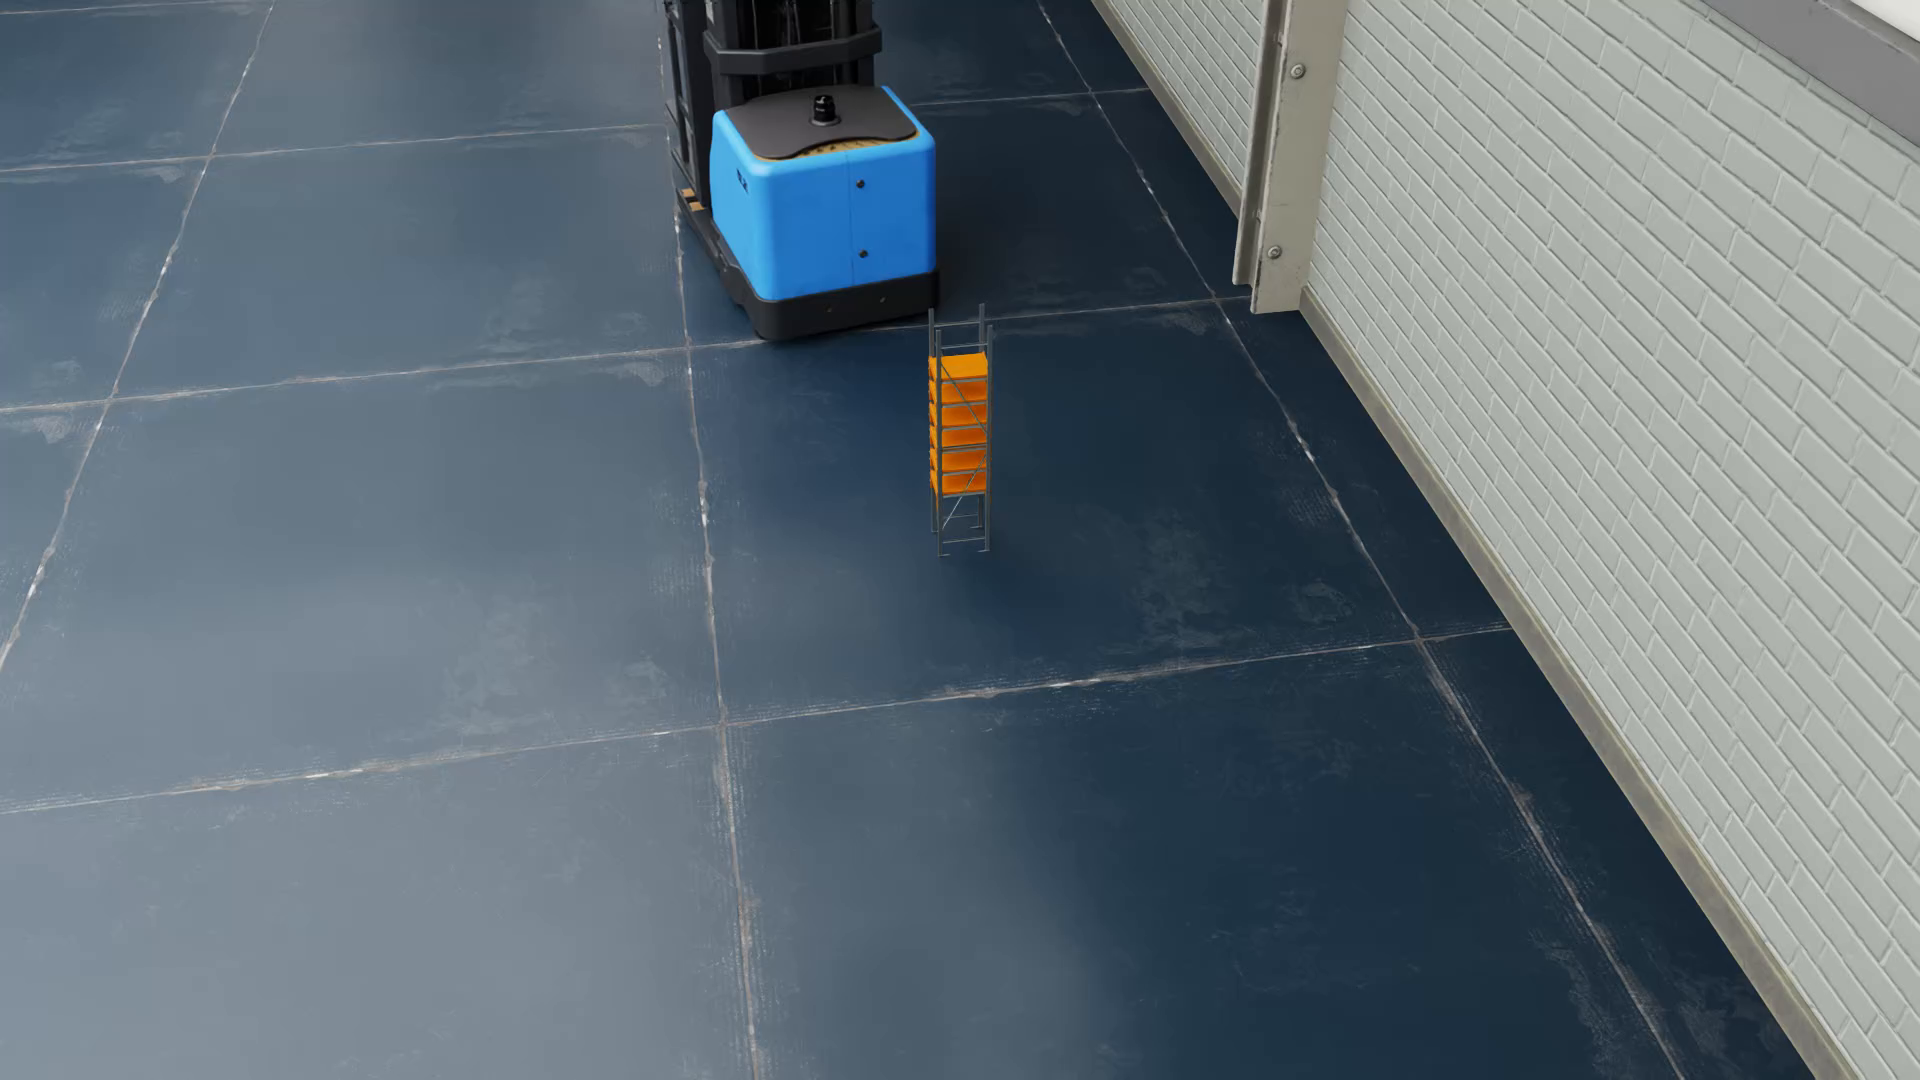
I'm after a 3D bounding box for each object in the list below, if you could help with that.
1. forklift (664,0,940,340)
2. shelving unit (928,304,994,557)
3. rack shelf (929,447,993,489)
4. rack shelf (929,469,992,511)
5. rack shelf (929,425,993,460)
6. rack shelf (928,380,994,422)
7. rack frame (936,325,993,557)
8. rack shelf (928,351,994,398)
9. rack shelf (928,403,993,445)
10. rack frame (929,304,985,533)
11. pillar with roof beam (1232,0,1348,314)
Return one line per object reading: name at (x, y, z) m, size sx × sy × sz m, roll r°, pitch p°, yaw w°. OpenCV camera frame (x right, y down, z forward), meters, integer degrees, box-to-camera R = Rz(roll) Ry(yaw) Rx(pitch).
forklift at (-1.116, -3.147, 9.412) m, size 1.130 × 2.935 × 3.031 m, roll -13°, pitch 40°, yaw -16°
shelving unit at (0.003, -0.465, 7.371) m, size 0.258 × 1.200 × 0.189 m, roll -6°, pitch 38°, yaw -8°
rack shelf at (0.003, -0.335, 7.472) m, size 0.258 × 0.103 × 0.180 m, roll -6°, pitch 38°, yaw -8°
rack shelf at (0.003, -0.240, 7.545) m, size 0.258 × 0.103 × 0.180 m, roll -6°, pitch 38°, yaw -8°
rack shelf at (0.003, -0.430, 7.398) m, size 0.258 × 0.103 × 0.180 m, roll -6°, pitch 38°, yaw -8°
rack shelf at (0.003, -0.620, 7.251) m, size 0.258 × 0.103 × 0.180 m, roll -6°, pitch 38°, yaw -8°
rack frame at (0.019, -0.410, 7.300) m, size 0.240 × 1.200 × 0.006 m, roll -6°, pitch 38°, yaw -8°
rack shelf at (0.003, -0.714, 7.177) m, size 0.258 × 0.103 × 0.180 m, roll -6°, pitch 38°, yaw -8°
rack shelf at (0.003, -0.525, 7.324) m, size 0.258 × 0.103 × 0.180 m, roll -6°, pitch 38°, yaw -8°
rack frame at (-0.013, -0.520, 7.442) m, size 0.240 × 1.200 × 0.006 m, roll -6°, pitch 38°, yaw -8°
pillar with roof beam at (-2.467, -4.504, 6.212) m, size 9.100 × 9.000 × 0.400 m, roll -6°, pitch 38°, yaw -8°
